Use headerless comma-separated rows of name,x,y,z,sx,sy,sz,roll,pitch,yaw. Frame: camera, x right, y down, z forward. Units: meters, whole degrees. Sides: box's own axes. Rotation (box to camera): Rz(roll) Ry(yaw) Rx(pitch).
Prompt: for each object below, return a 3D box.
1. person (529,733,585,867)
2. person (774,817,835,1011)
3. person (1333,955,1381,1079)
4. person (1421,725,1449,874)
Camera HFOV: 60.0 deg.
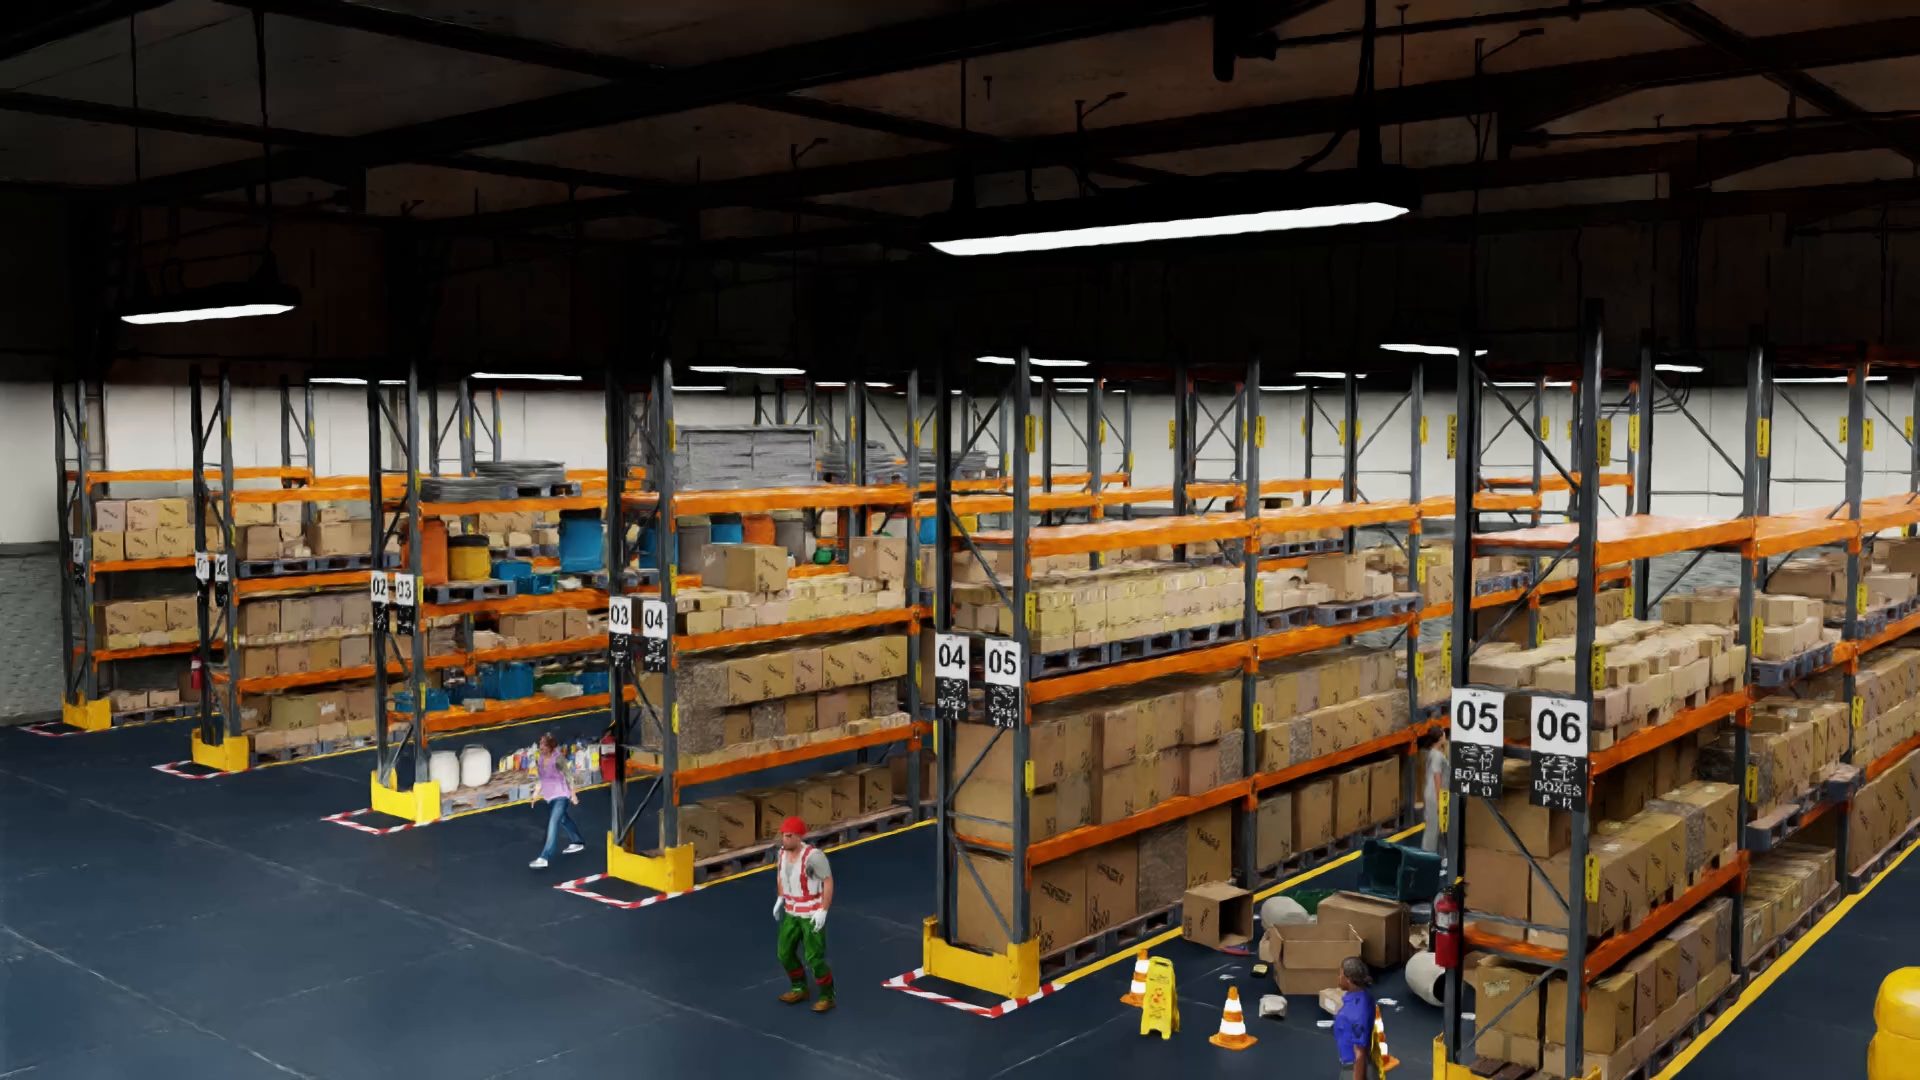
person,-4.733,2.983,19.386,0.439,1.510,0.998,3,5,34
person,-1.378,3.254,14.529,0.677,1.742,0.552,3,5,39
person,2.685,3.562,10.922,0.527,1.651,0.571,1,4,15
person,5.476,2.944,19.000,0.440,1.675,0.496,1,4,9
